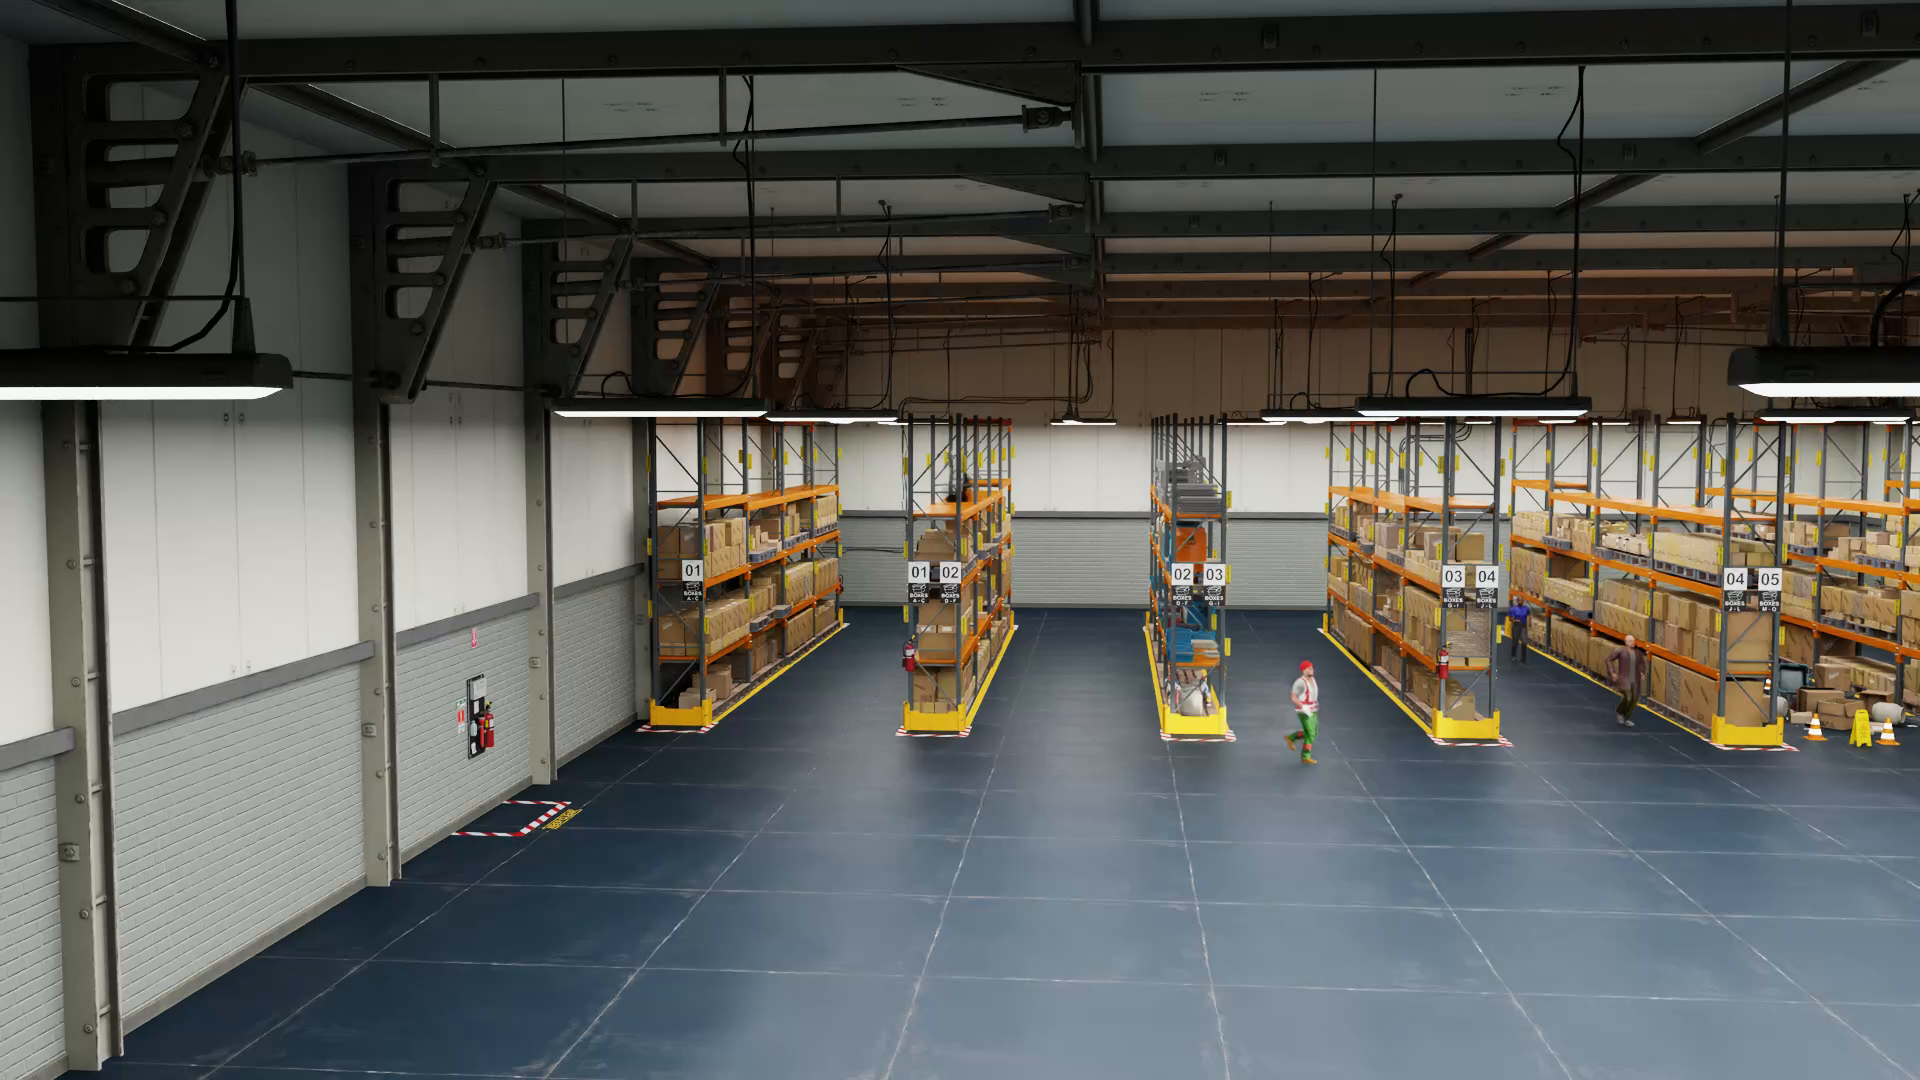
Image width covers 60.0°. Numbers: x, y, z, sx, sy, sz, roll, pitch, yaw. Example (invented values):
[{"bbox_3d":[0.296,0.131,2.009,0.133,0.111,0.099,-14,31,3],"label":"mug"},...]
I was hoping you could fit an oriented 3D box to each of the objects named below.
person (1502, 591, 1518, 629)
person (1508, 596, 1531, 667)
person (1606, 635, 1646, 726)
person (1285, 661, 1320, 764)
[{"bbox_3d":[15.794,1.705,47.264,0.958,1.649,0.627,1,4,8],"label":"person"},{"bbox_3d":[13.533,2.205,40.209,0.590,1.731,0.757,0,4,5],"label":"person"},{"bbox_3d":[12.836,2.703,31.915,0.739,1.742,0.548,0,4,-5],"label":"person"},{"bbox_3d":[5.862,2.933,28.516,0.664,1.760,0.667,4,5,43],"label":"person"}]
